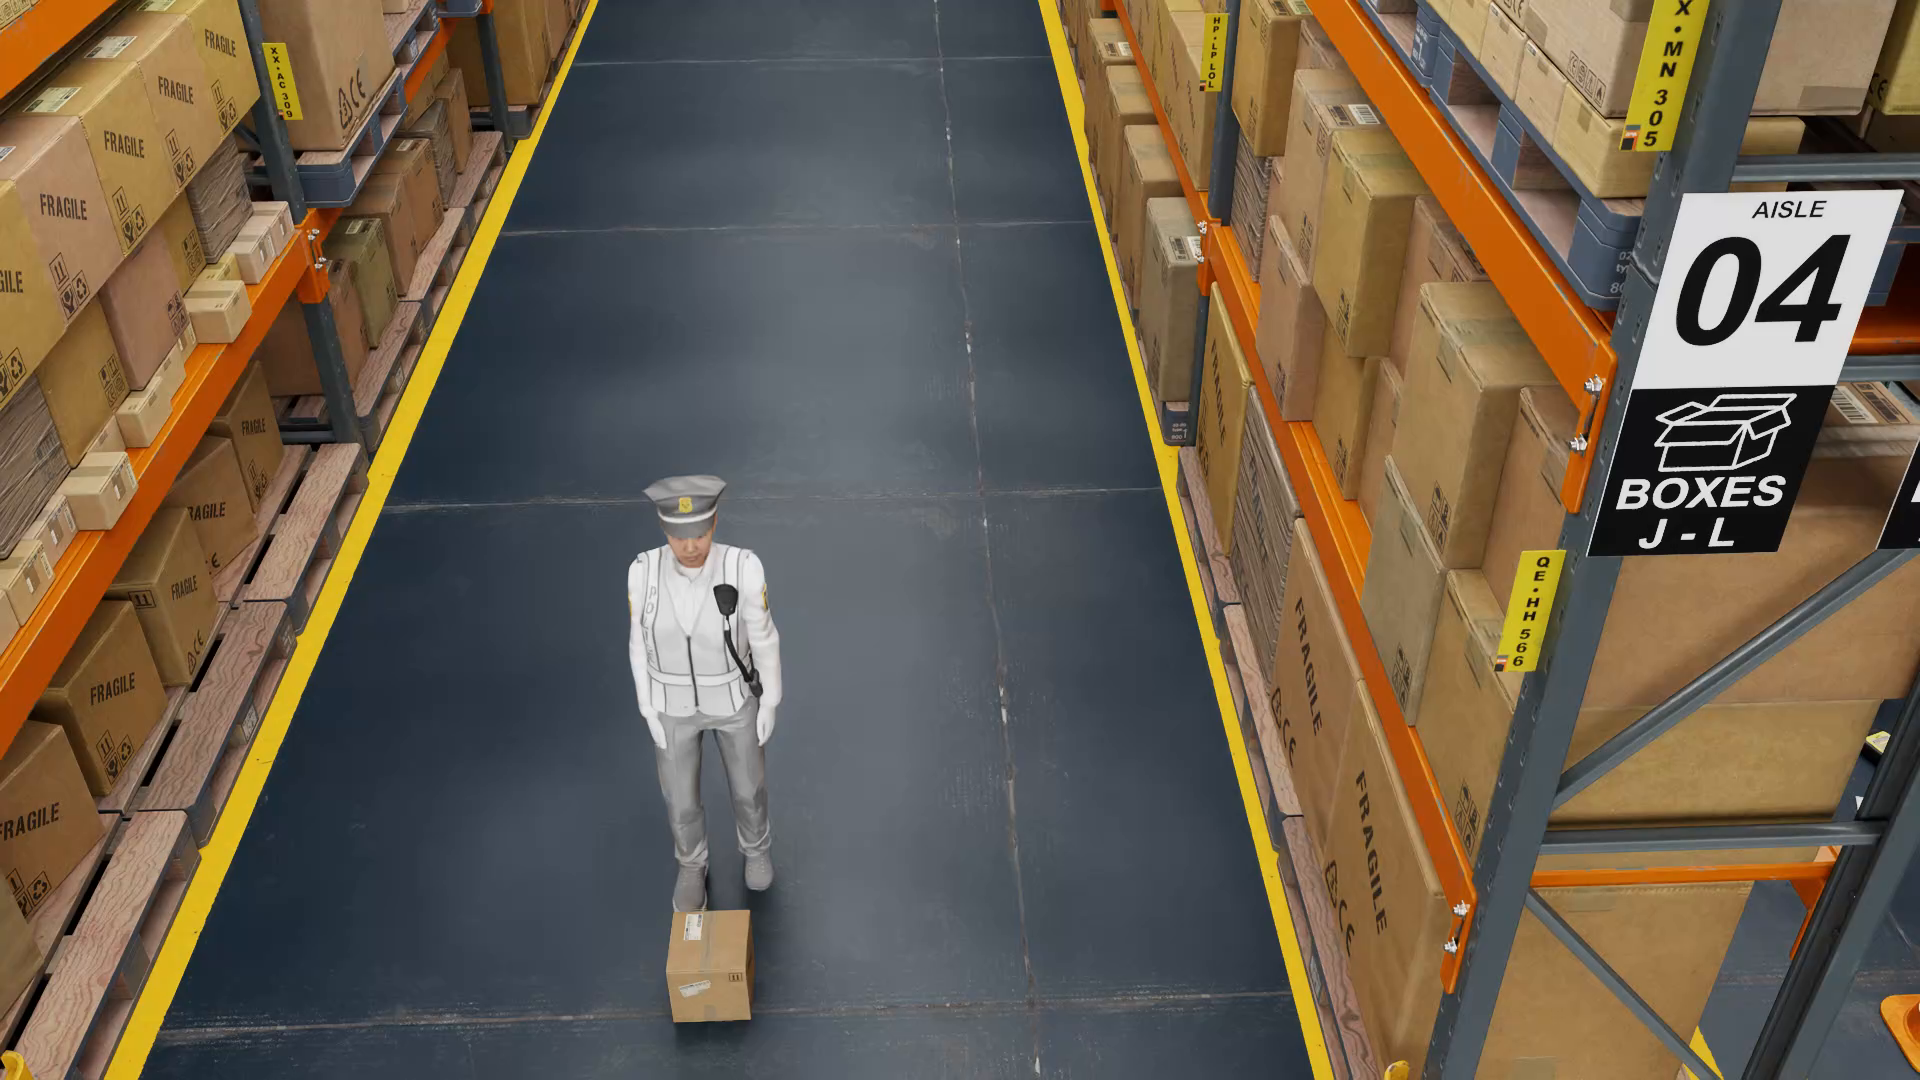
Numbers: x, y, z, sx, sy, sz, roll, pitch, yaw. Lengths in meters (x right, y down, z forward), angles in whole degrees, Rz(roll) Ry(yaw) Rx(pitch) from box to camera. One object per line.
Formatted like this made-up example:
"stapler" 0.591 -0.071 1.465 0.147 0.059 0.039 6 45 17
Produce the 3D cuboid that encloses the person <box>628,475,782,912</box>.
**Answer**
"person" -0.815 0.544 5.416 0.477 1.729 0.374 -1 35 -1
